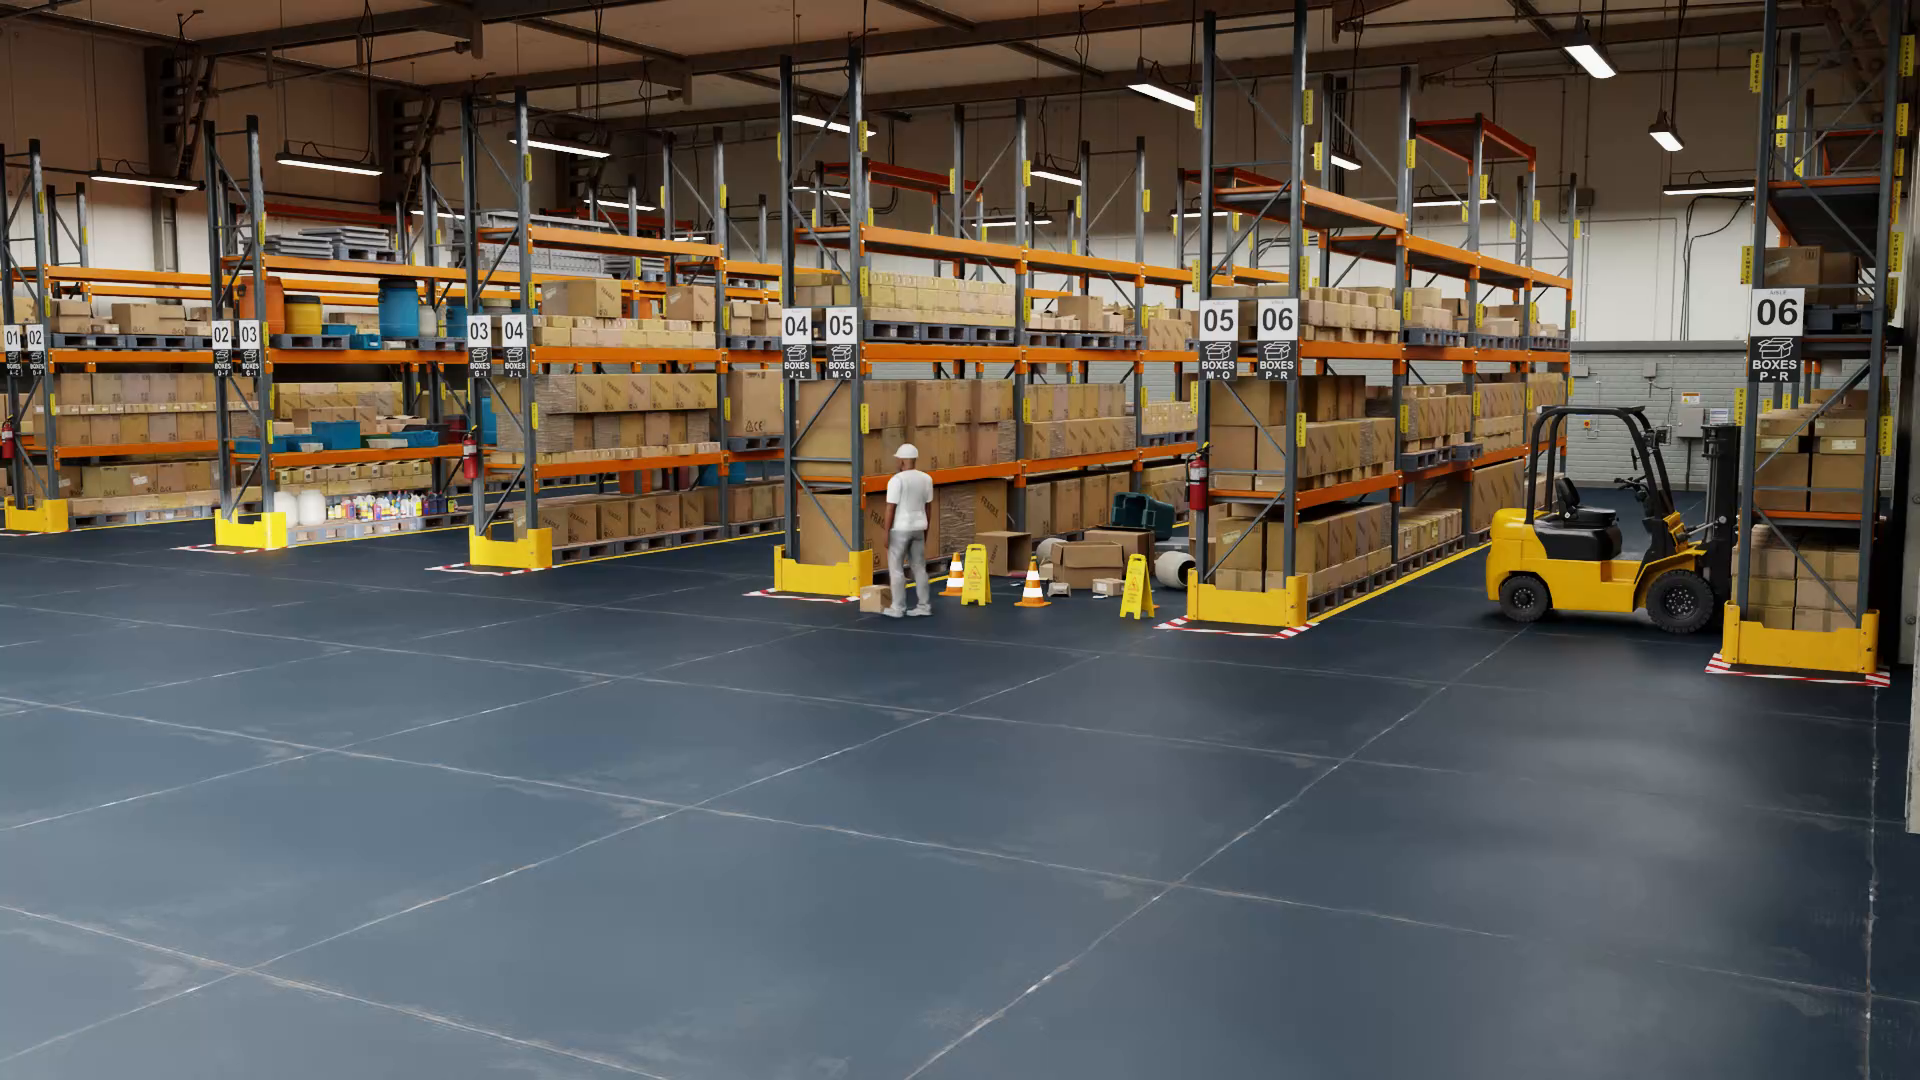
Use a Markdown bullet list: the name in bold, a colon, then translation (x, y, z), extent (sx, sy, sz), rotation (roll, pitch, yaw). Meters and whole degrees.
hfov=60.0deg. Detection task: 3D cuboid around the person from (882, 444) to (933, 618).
- **person**: translation (-0.561, -0.091, 16.982), extent (0.568, 1.777, 0.426), rotation (-5, 8, -40)
